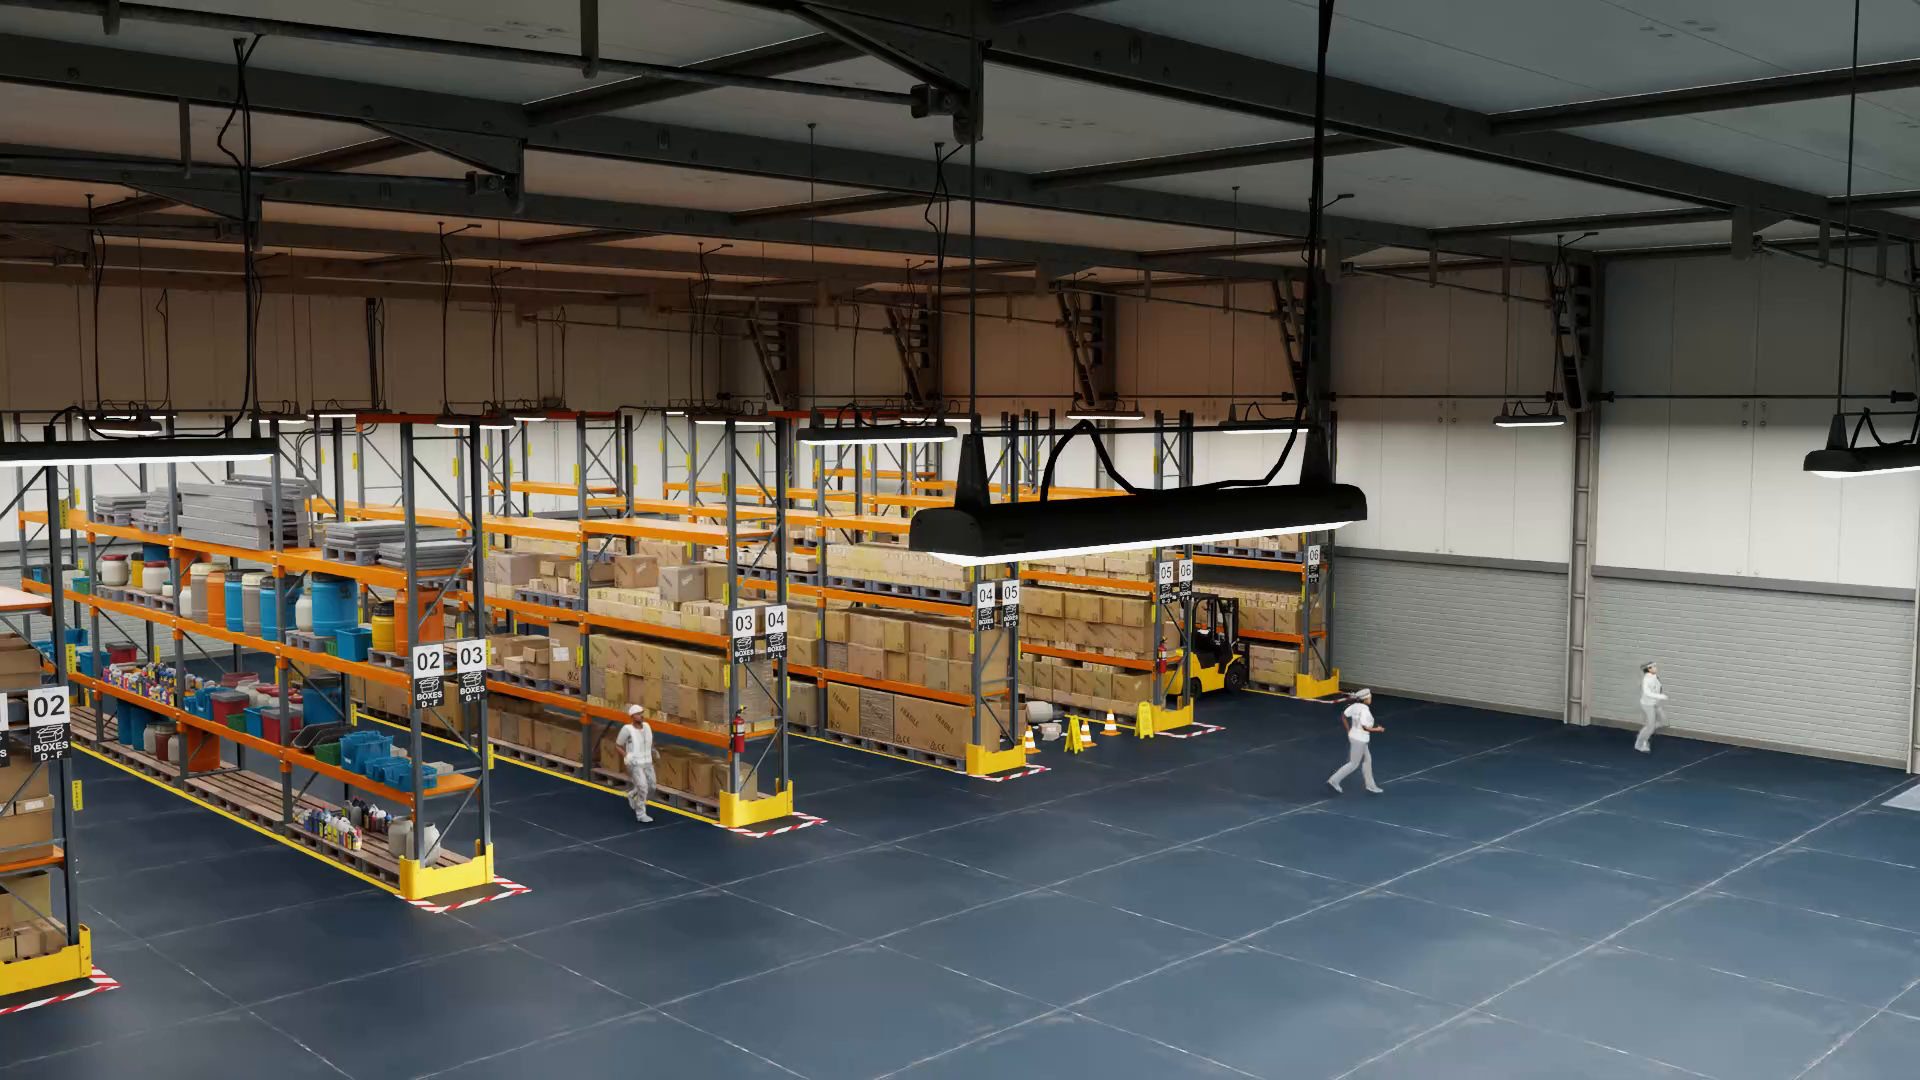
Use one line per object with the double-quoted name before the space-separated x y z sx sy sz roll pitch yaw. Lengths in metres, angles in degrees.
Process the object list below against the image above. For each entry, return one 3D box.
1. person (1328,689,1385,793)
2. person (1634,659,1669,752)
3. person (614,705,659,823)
"person" 6.284 3.194 26.349 0.936 1.693 0.548 0 5 -3
"person" 12.279 2.928 29.494 0.562 1.669 0.671 3 6 34
"person" -4.812 3.316 24.754 0.667 1.735 0.685 4 6 38
